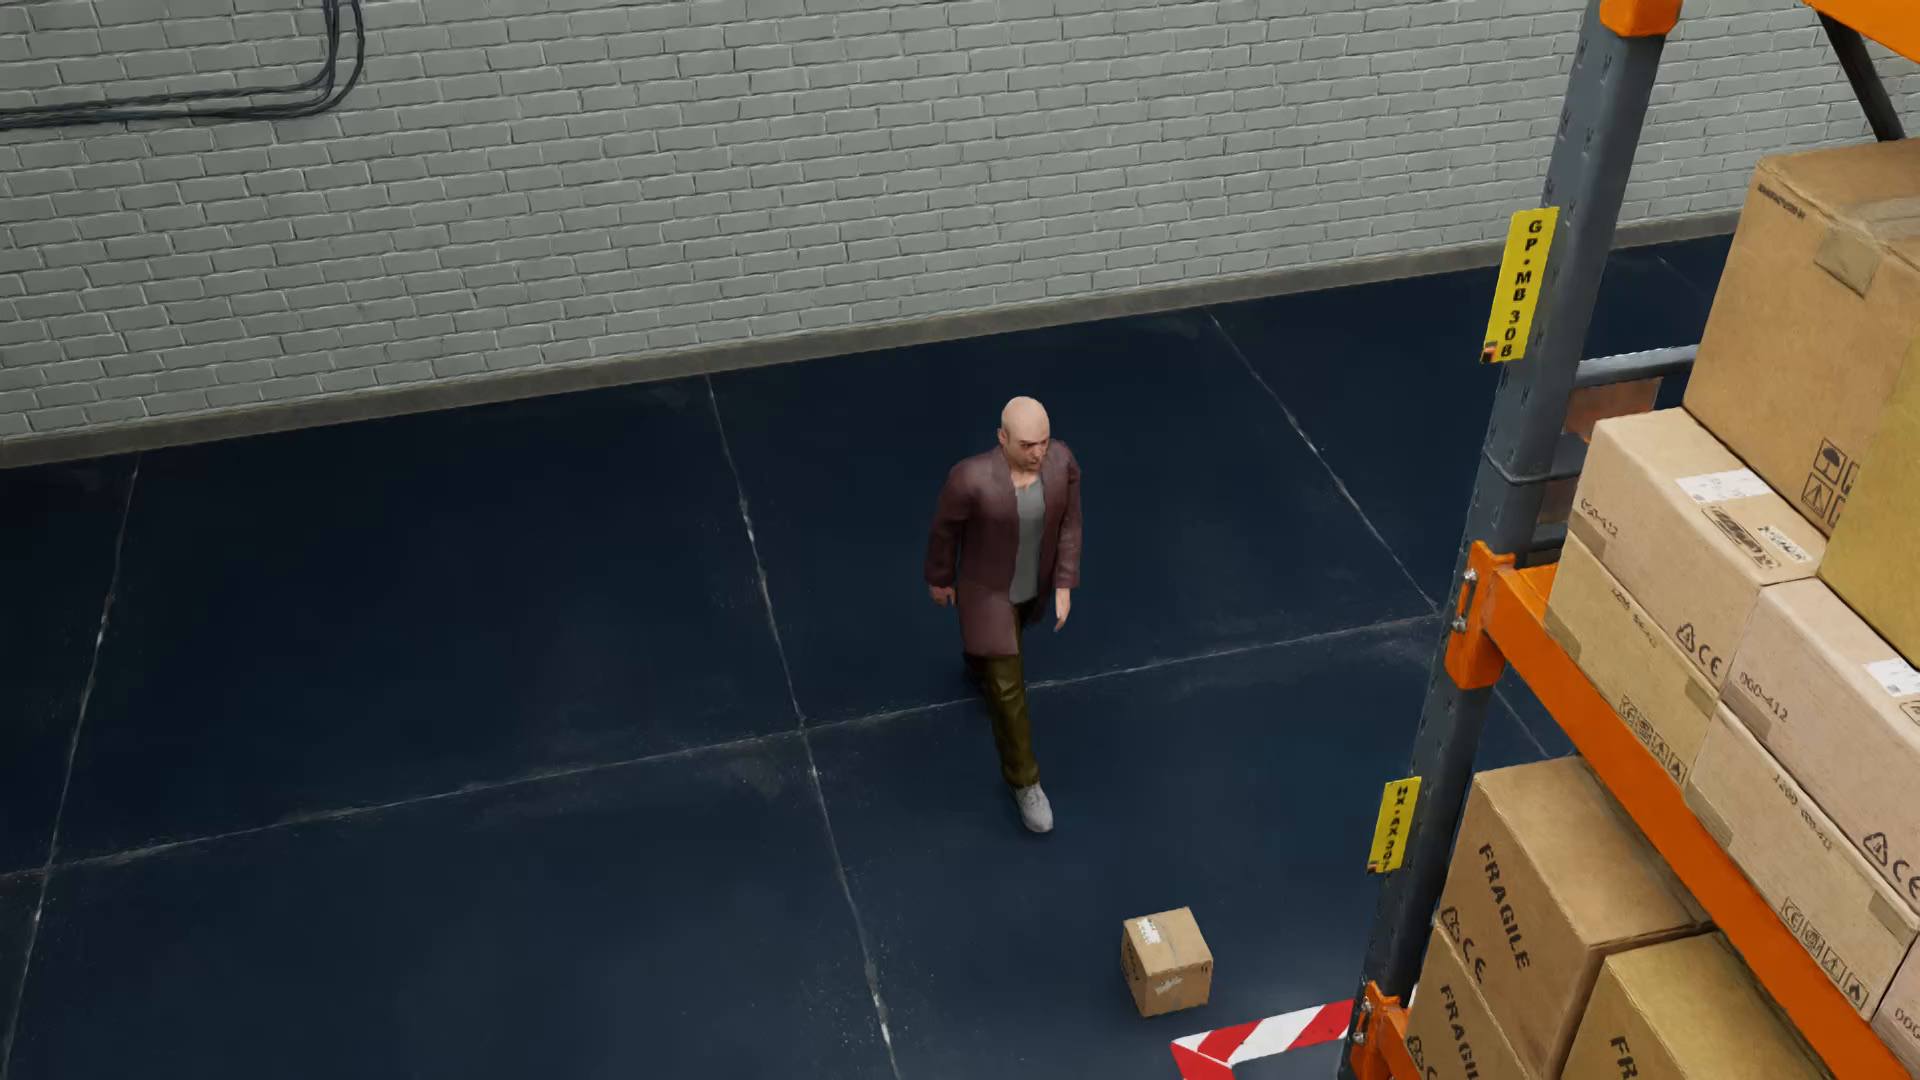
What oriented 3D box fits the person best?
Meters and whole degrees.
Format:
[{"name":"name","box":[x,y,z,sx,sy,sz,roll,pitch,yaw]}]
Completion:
[{"name":"person","box":[0.214,0.183,6.476,0.589,1.721,1.072,-19,42,-23]}]
